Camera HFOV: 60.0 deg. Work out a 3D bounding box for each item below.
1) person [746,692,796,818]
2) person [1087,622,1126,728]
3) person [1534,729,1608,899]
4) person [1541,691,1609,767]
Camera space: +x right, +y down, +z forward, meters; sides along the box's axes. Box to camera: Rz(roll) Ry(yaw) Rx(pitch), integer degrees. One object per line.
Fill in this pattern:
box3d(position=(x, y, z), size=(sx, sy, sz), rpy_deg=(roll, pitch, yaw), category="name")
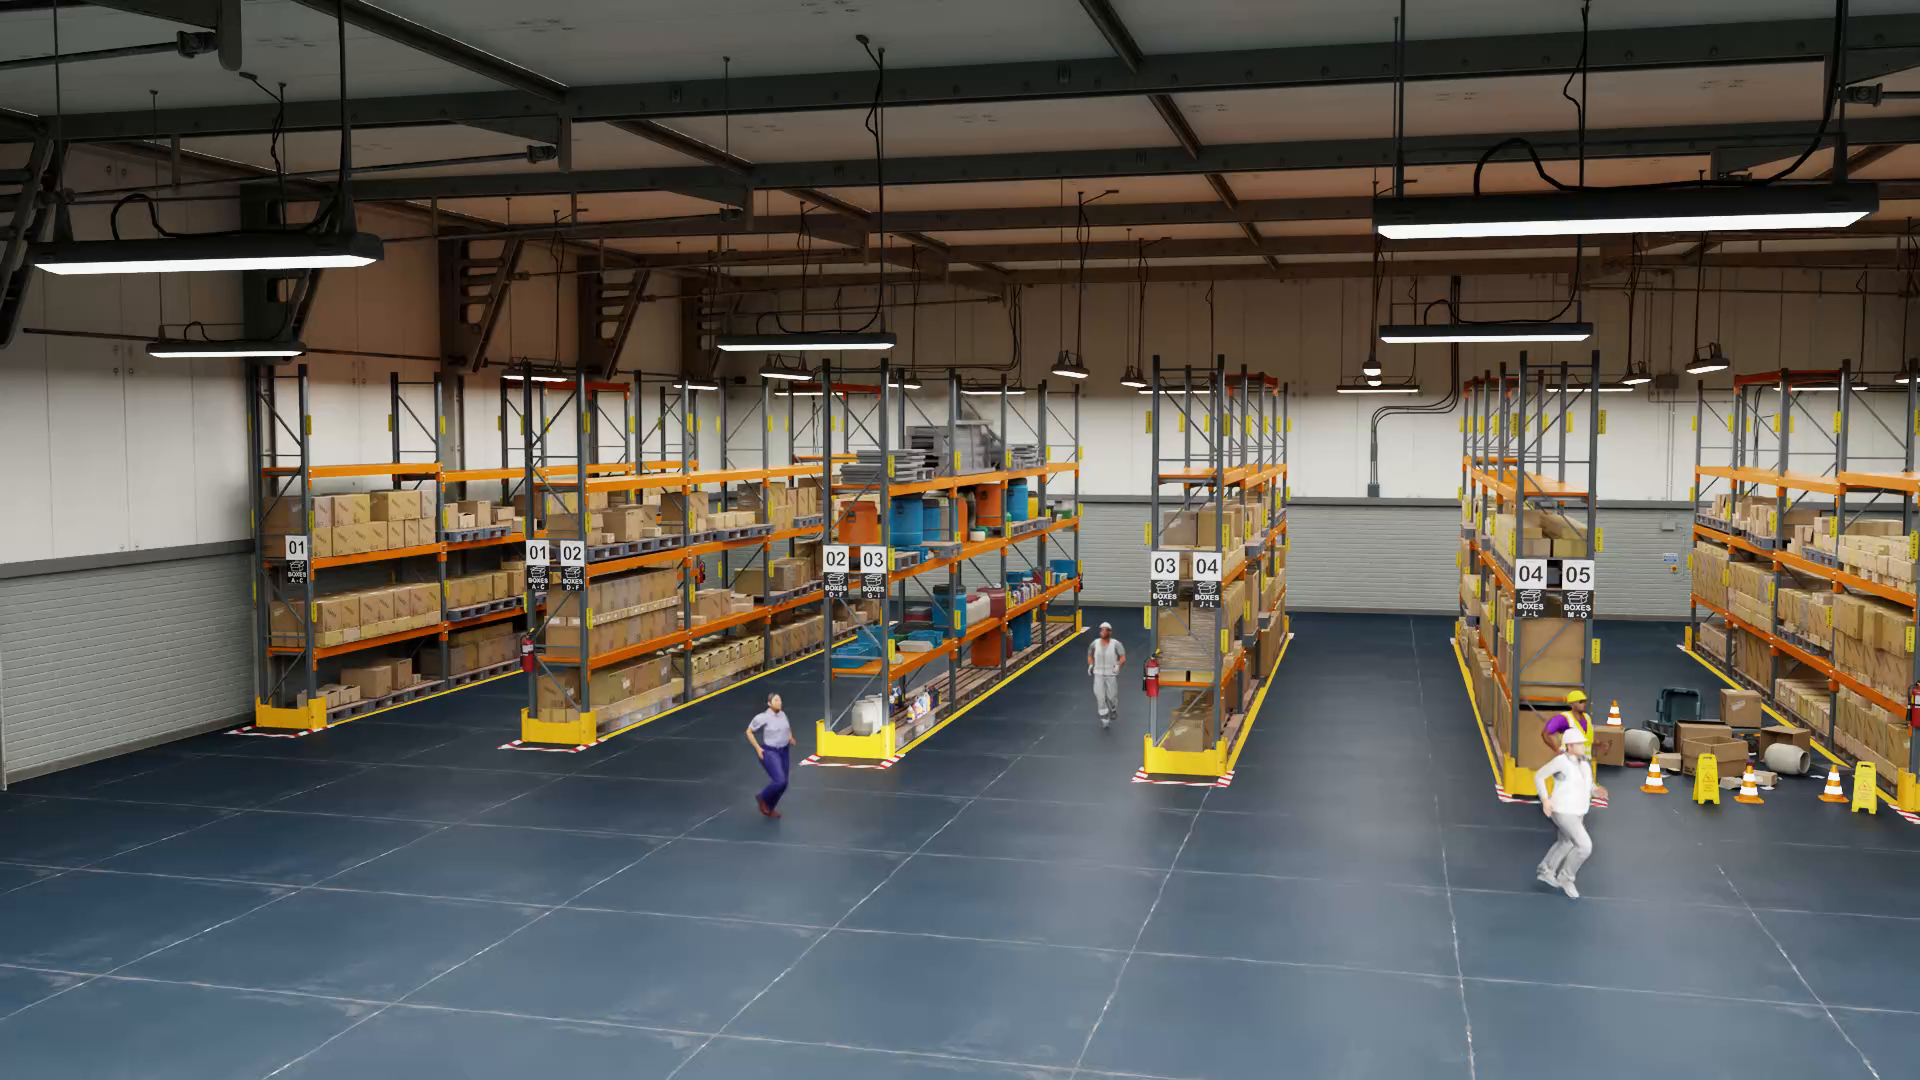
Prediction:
box3d(position=(-2.325, 2.831, 21.085), size=(0.574, 1.423, 0.580), rpy_deg=(3, 5, 37), category="person")
box3d(position=(2.400, 2.223, 27.393), size=(0.643, 1.741, 0.586), rpy_deg=(1, 4, 14), category="person")
box3d(position=(6.499, 2.903, 17.693), size=(0.621, 1.801, 0.811), rpy_deg=(-3, 5, -40), category="person")
box3d(position=(7.618, 2.722, 20.473), size=(0.704, 1.732, 0.596), rpy_deg=(-2, 4, -29), category="person")
